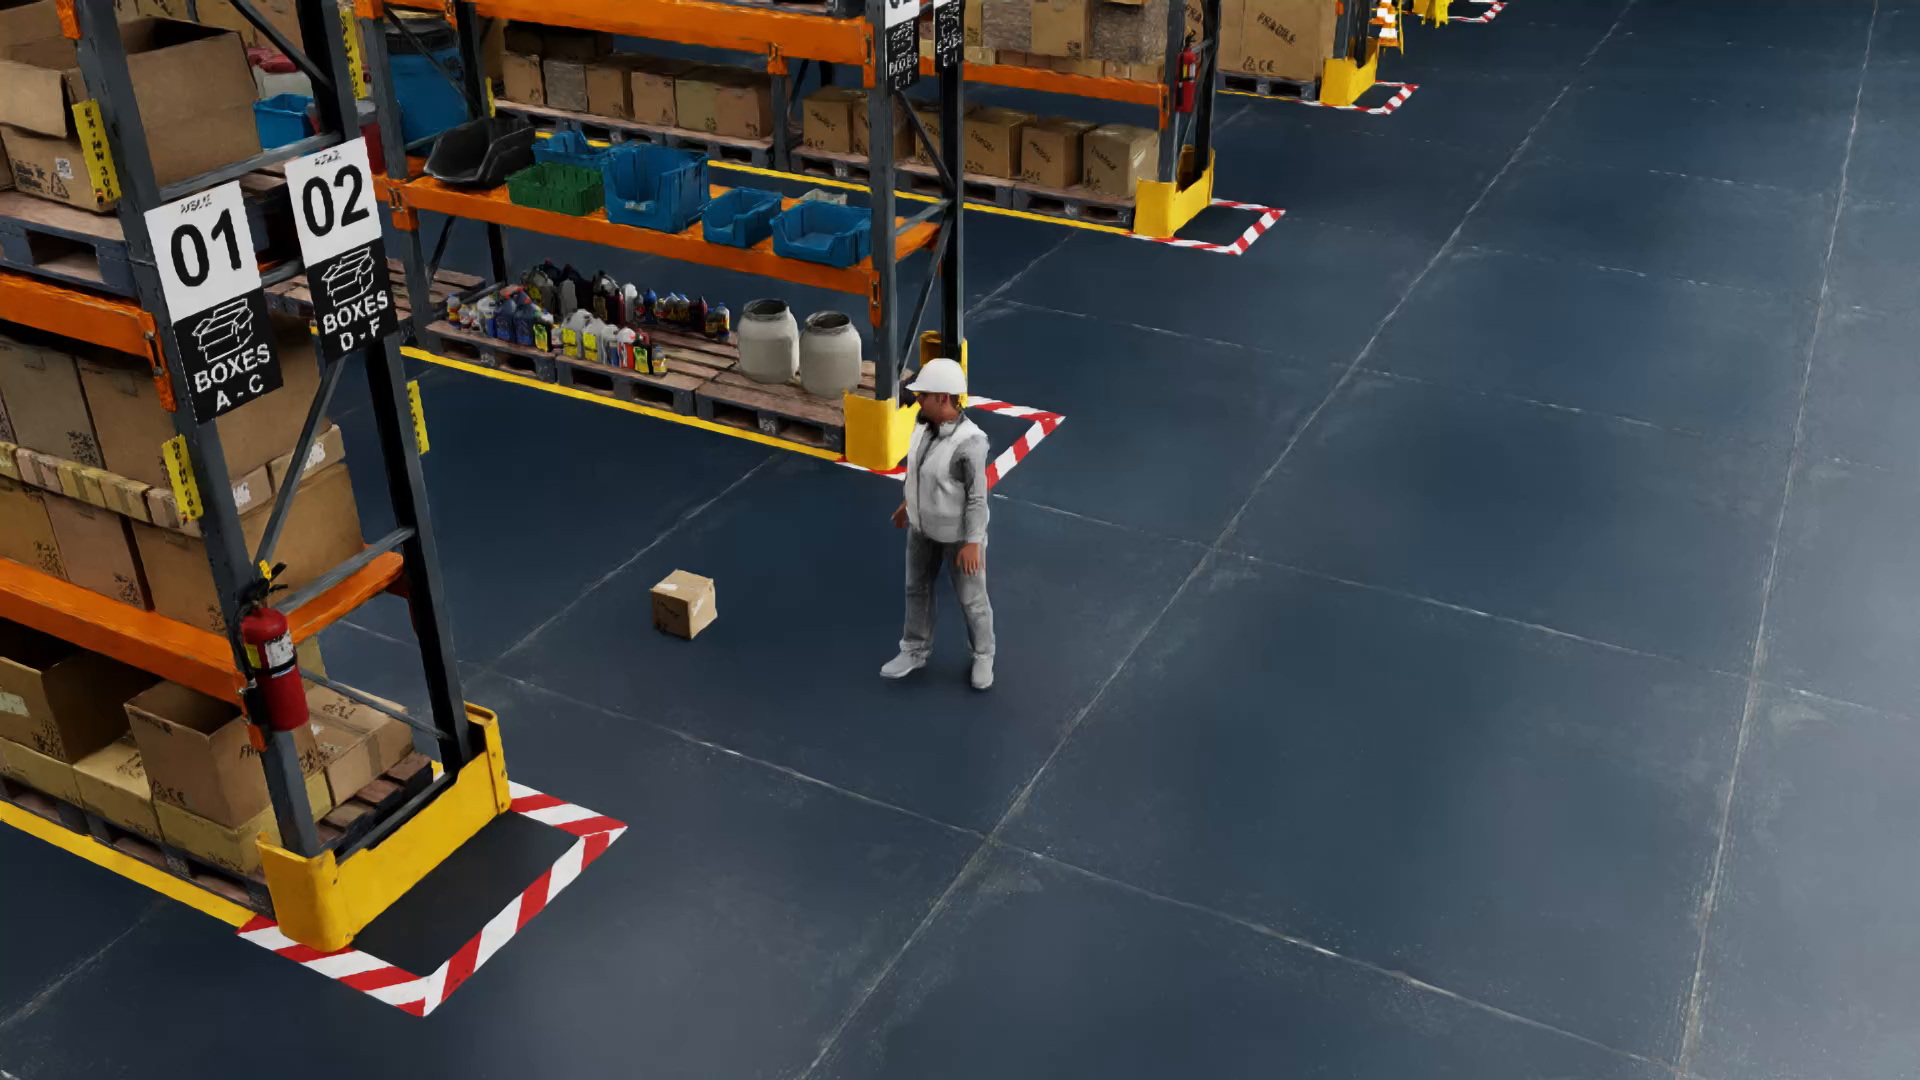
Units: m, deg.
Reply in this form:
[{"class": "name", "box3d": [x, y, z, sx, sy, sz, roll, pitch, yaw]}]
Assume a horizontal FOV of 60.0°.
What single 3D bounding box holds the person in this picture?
[{"class": "person", "box3d": [-0.123, -0.076, 8.351, 0.578, 1.770, 0.640, -25, 38, -36]}]
